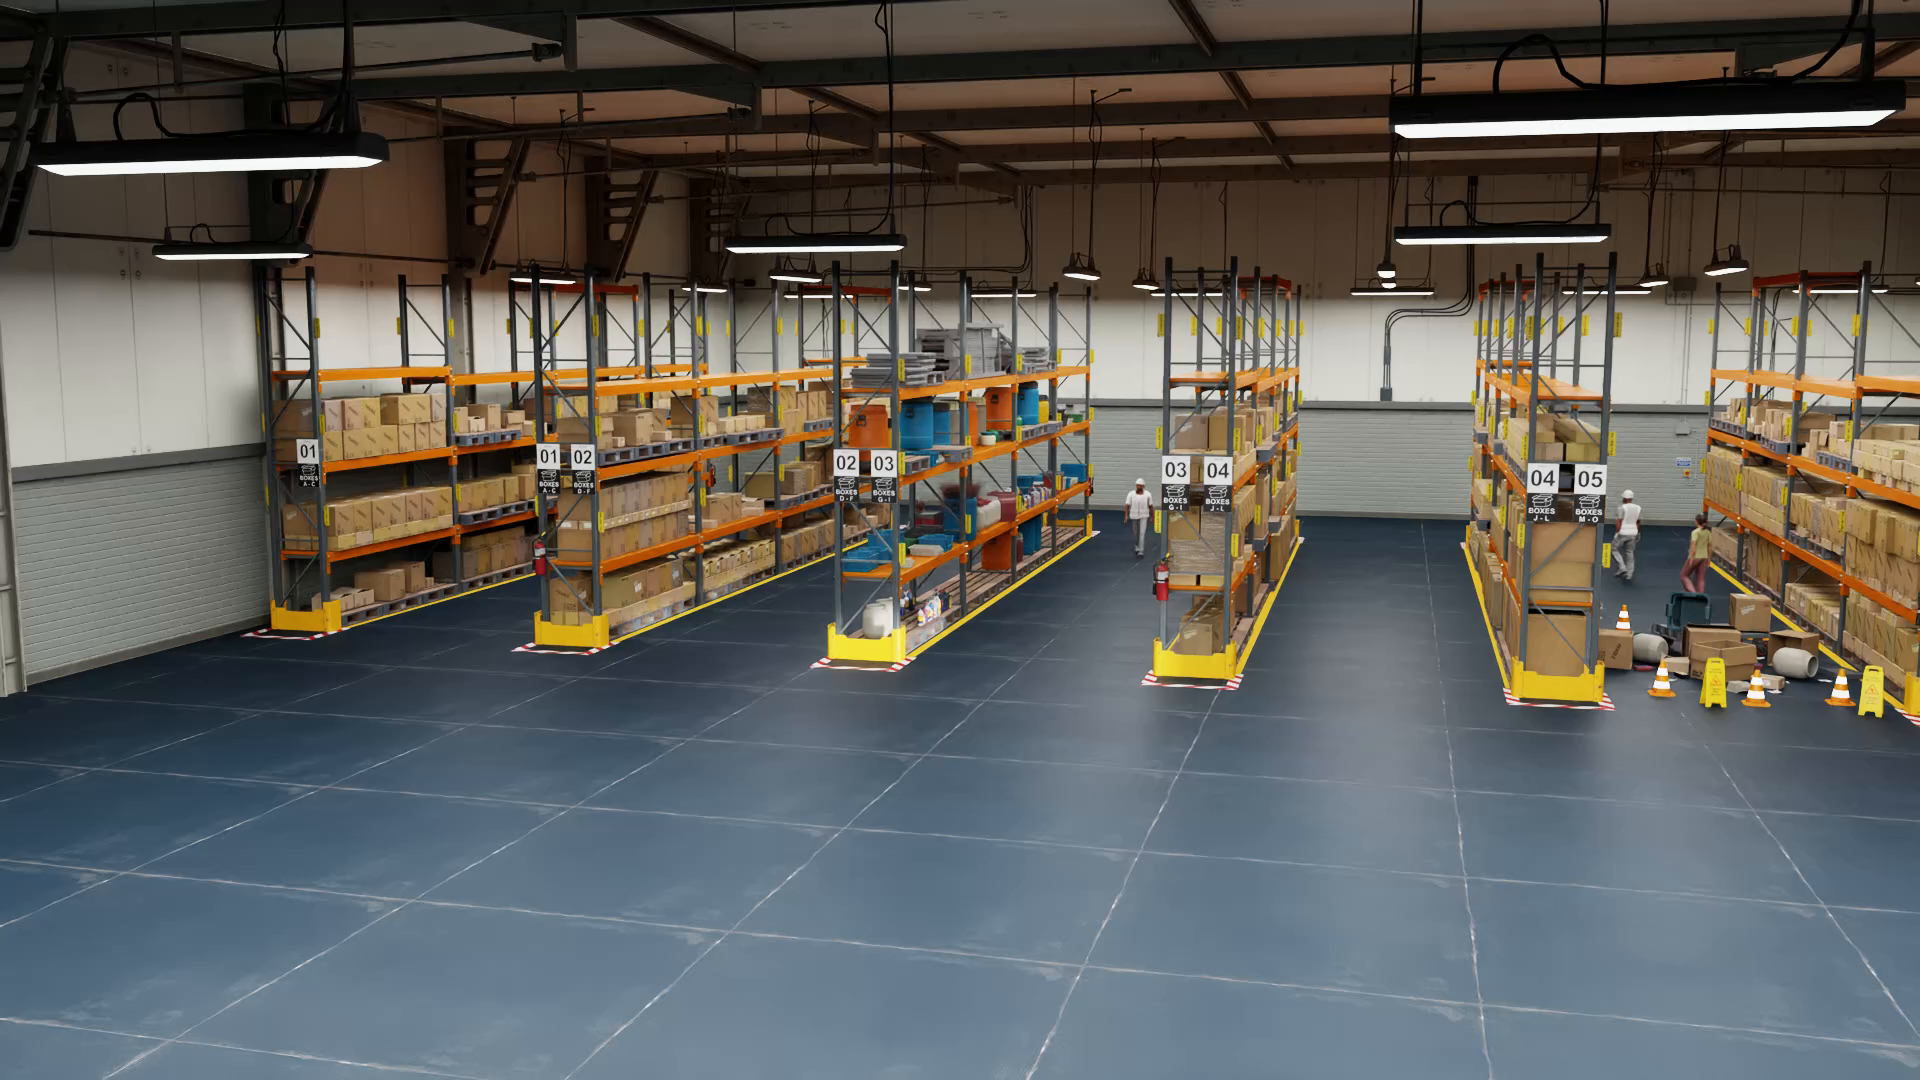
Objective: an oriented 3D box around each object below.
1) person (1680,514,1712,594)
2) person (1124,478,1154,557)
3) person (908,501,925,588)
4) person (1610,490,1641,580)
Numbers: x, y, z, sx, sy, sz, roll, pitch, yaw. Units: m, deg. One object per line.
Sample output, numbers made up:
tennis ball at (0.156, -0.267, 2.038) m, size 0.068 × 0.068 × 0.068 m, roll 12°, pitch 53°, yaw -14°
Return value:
person at (13.342, 0.363, 30.066) m, size 0.490 × 1.665 × 0.420 m, roll -2°, pitch 7°, yaw -13°
person at (3.957, -0.509, 36.735) m, size 0.636 × 1.713 × 1.093 m, roll 1°, pitch 7°, yaw 11°
person at (-0.772, 0.083, 31.673) m, size 0.480 × 1.670 × 0.516 m, roll 0°, pitch 7°, yaw -1°
person at (13.371, -0.106, 33.321) m, size 0.609 × 1.786 × 0.463 m, roll -2°, pitch 8°, yaw -16°
